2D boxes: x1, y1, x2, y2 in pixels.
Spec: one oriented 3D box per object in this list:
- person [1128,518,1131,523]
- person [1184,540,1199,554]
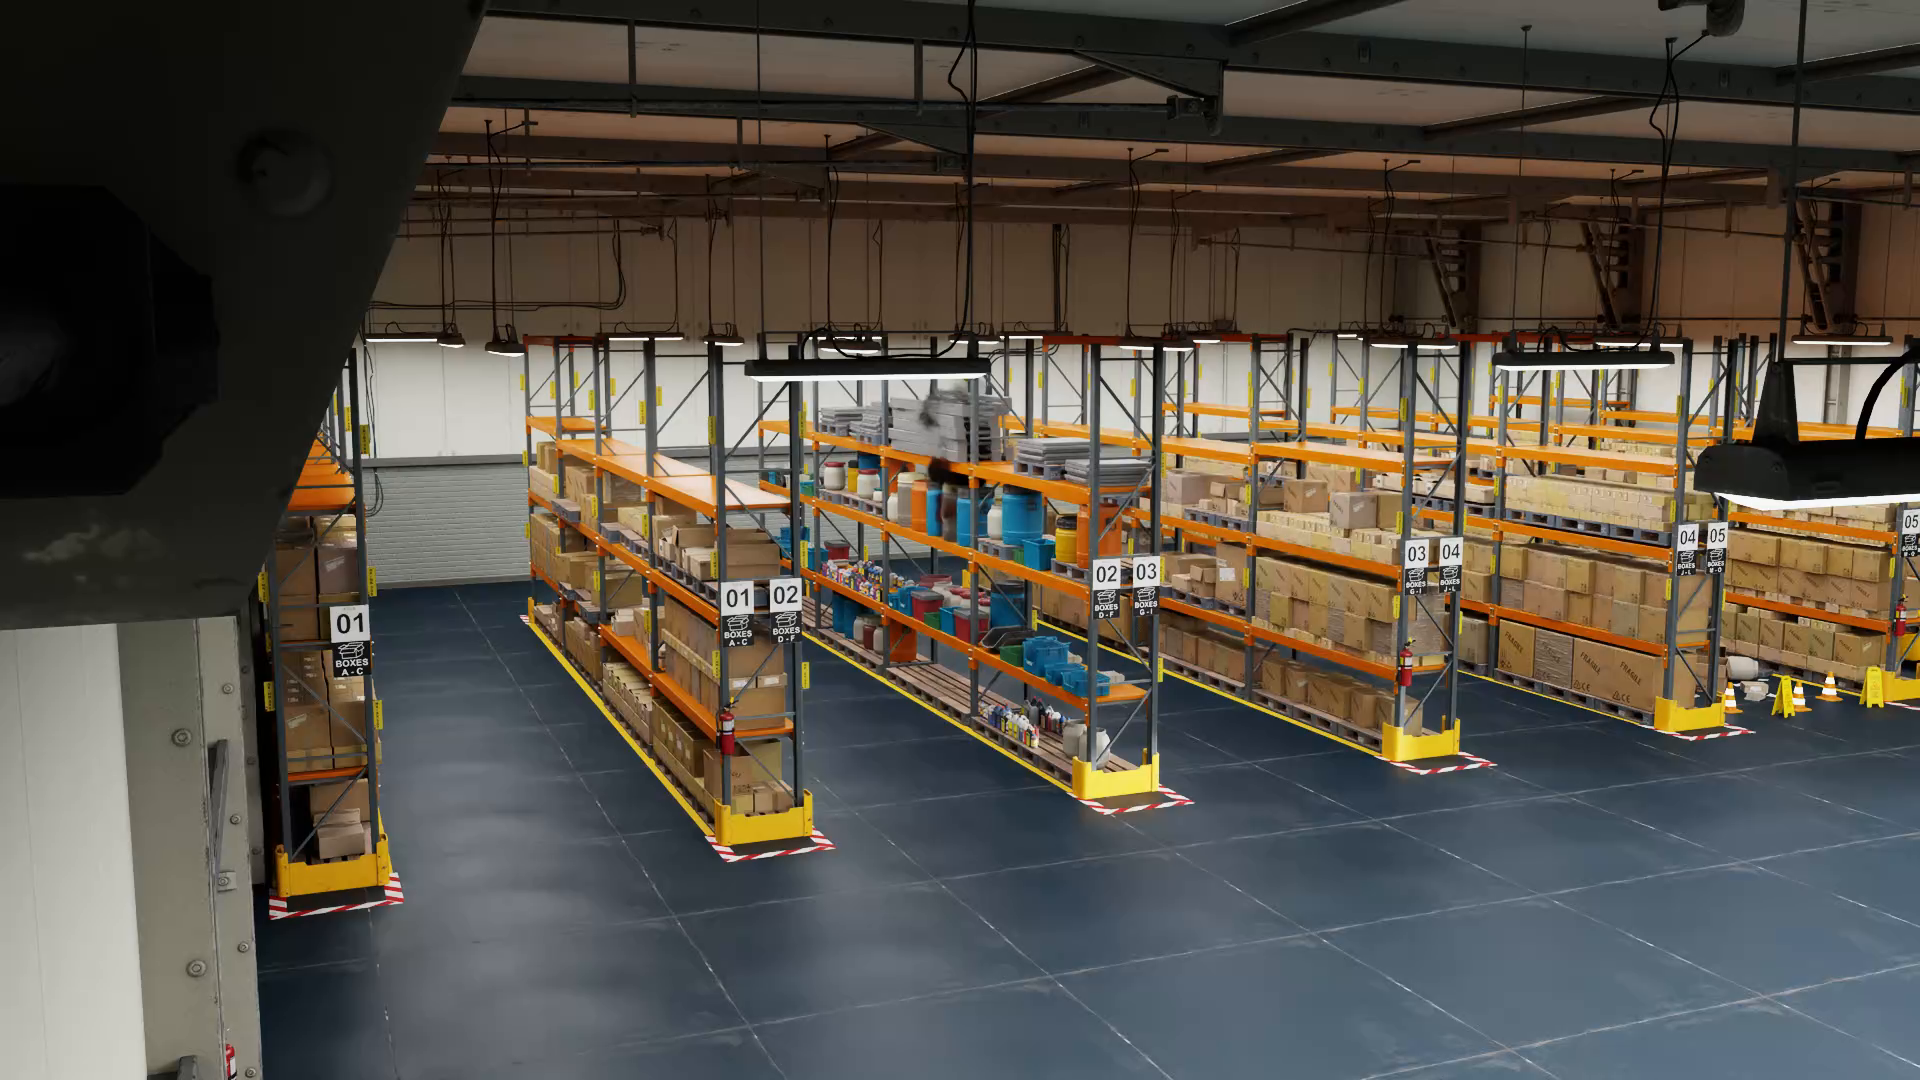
[{"bbox_3d":[3.930,0.328,39.127,0.766,1.715,0.712,-1,8,-9],"label":"person"},{"bbox_3d":[5.786,-0.088,42.183,0.939,1.658,0.578,-2,8,-16],"label":"person"}]
